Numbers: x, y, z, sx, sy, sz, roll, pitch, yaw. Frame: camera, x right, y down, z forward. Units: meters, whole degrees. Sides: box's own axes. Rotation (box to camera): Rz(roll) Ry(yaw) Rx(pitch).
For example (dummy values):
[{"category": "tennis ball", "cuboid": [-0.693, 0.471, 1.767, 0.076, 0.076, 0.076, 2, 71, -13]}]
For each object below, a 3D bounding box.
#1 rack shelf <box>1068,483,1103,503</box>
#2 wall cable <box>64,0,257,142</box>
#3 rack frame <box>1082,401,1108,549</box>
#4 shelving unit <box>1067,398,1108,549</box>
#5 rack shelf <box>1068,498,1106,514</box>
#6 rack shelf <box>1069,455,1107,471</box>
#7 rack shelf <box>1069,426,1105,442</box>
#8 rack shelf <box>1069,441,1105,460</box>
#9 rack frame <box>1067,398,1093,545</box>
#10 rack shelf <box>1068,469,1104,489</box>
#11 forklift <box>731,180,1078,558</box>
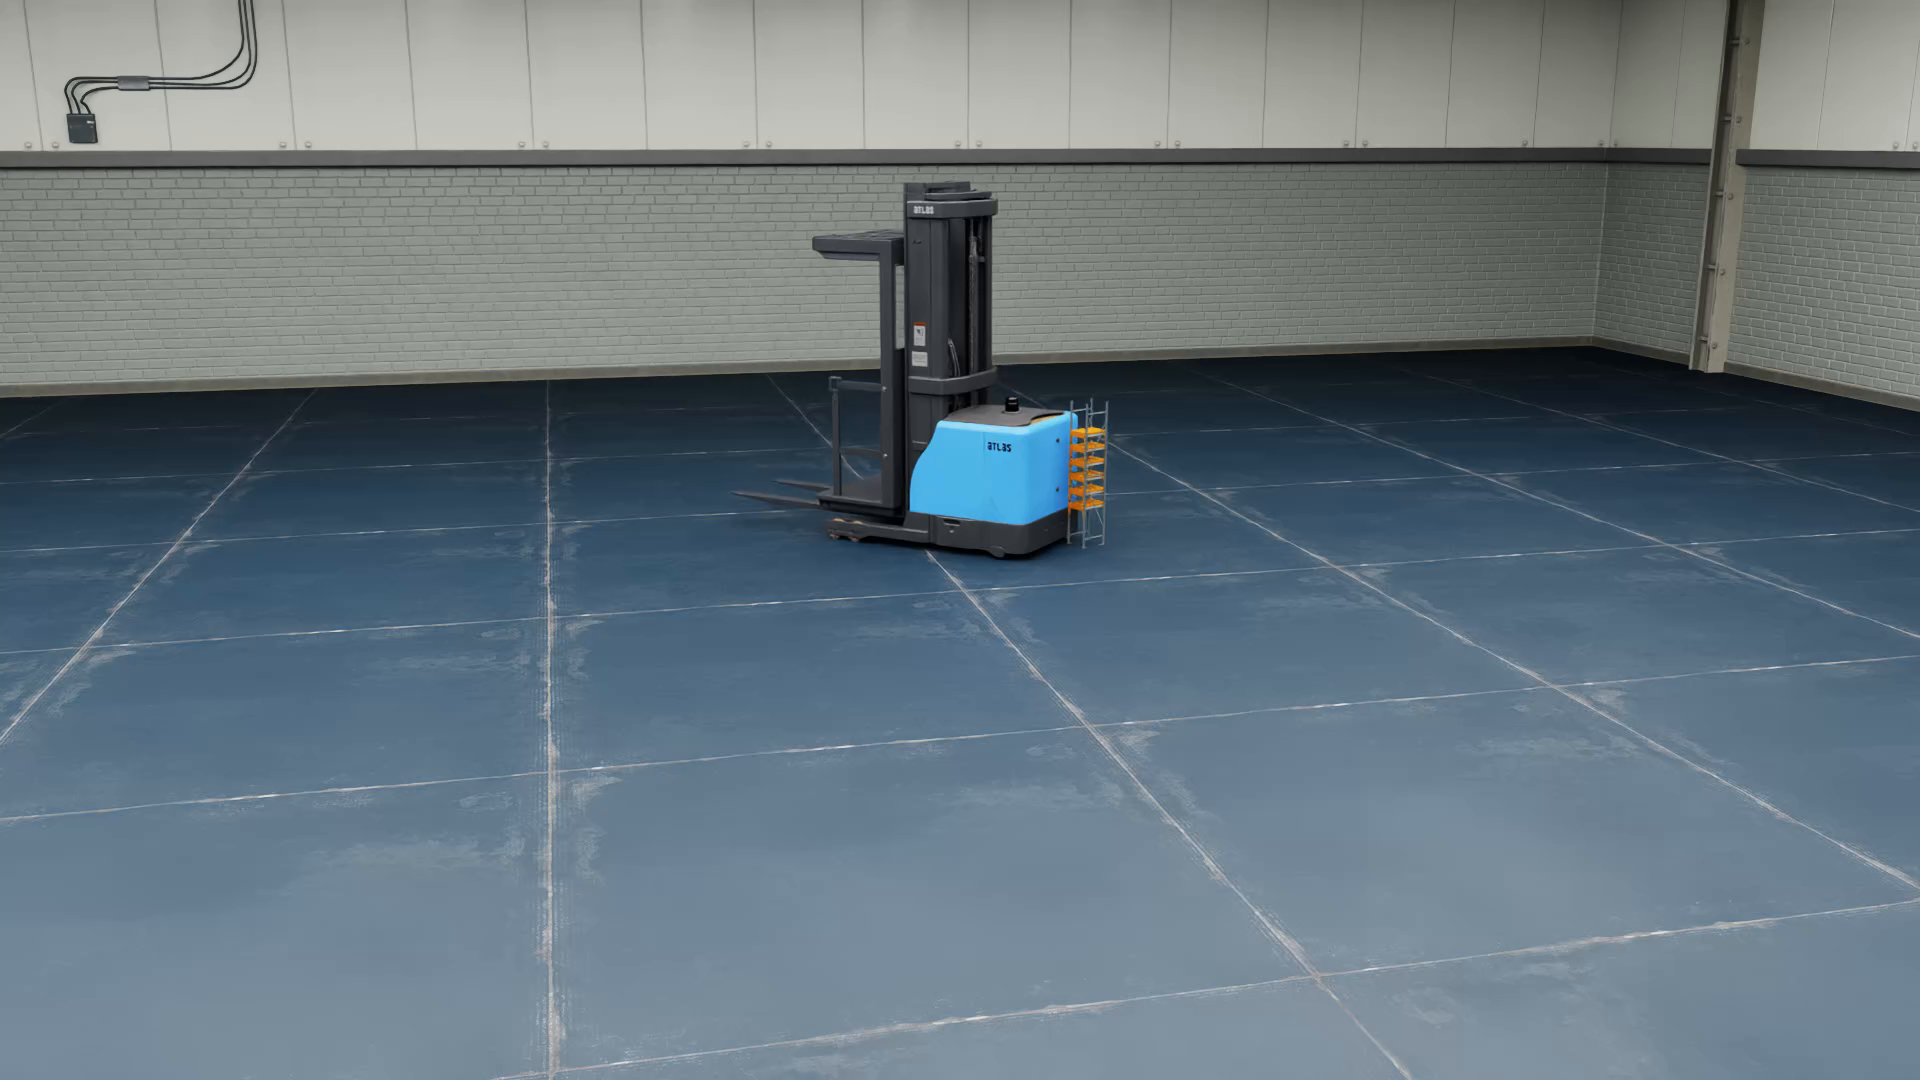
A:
[{"category": "rack shelf", "cuboid": [1.044, -0.384, 13.662, 0.258, 0.103, 0.180, -11, 18, -38]}, {"category": "wall cable", "cuboid": [-10.068, -7.980, 20.463, 2.305, 6.003, 0.169, -3, 14, -13]}, {"category": "rack frame", "cuboid": [1.102, -0.526, 13.553, 0.240, 1.200, 0.006, -11, 18, -38]}, {"category": "shelving unit", "cuboid": [1.045, -0.544, 13.622, 0.258, 1.200, 0.189, -11, 18, -38]}, {"category": "rack shelf", "cuboid": [1.043, -0.268, 13.691, 0.258, 0.103, 0.180, -11, 18, -38]}, {"category": "rack shelf", "cuboid": [1.045, -0.617, 13.603, 0.258, 0.103, 0.180, -11, 18, -38]}, {"category": "rack shelf", "cuboid": [1.046, -0.850, 13.545, 0.258, 0.103, 0.180, -11, 18, -38]}, {"category": "rack shelf", "cuboid": [1.046, -0.734, 13.574, 0.258, 0.103, 0.180, -11, 18, -38]}, {"category": "rack frame", "cuboid": [0.987, -0.561, 13.691, 0.240, 1.200, 0.006, -11, 18, -38]}, {"category": "rack shelf", "cuboid": [1.044, -0.501, 13.633, 0.258, 0.103, 0.180, -11, 18, -38]}, {"category": "forklift", "cuboid": [-0.547, -1.517, 13.960, 3.031, 2.935, 1.130, 8, 16, 29]}]
